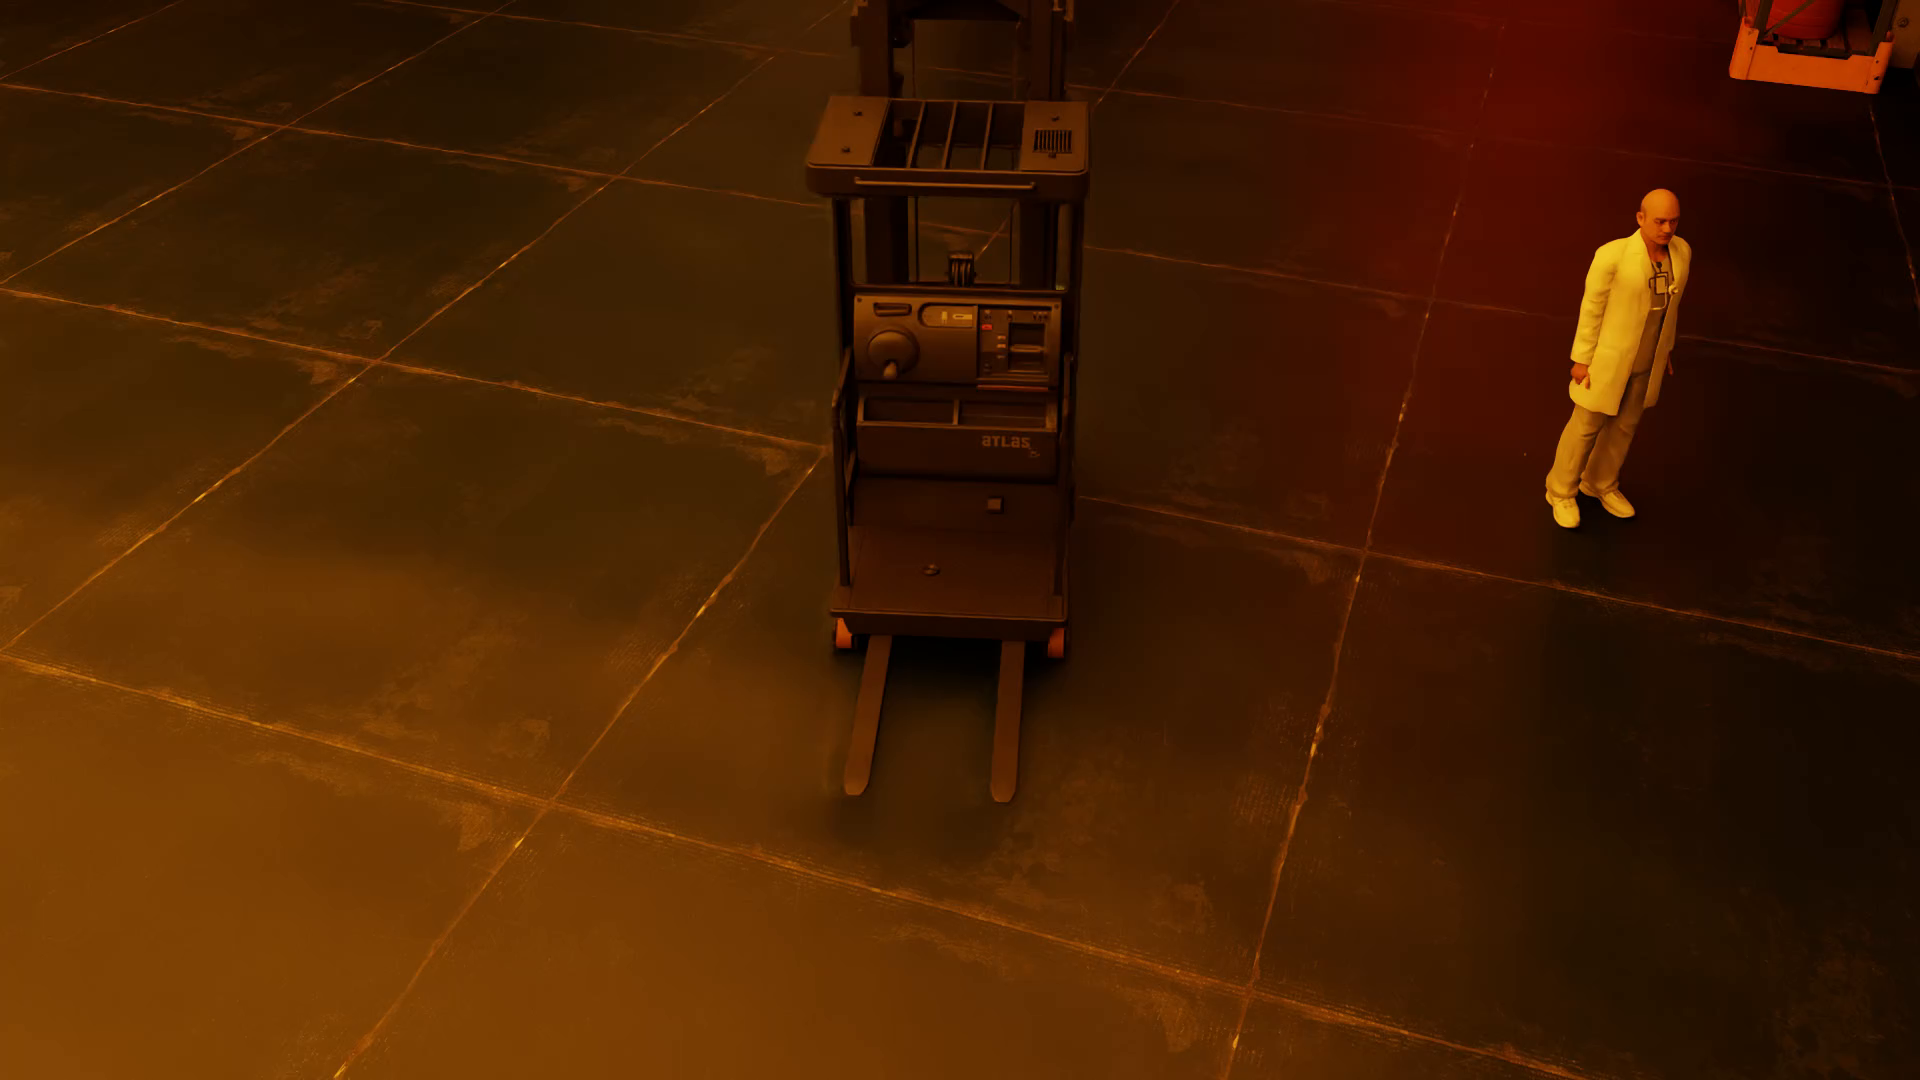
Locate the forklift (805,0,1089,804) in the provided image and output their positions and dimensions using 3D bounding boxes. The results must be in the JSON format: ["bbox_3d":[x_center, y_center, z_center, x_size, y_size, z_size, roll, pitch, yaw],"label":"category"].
[{"bbox_3d":[-0.024,-0.834,7.287,1.130,2.935,3.031,2,35,3],"label":"forklift"}]

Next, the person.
[{"bbox_3d":[3.359,-0.903,8.378,0.566,1.783,0.384,-9,36,-12],"label":"person"}]
